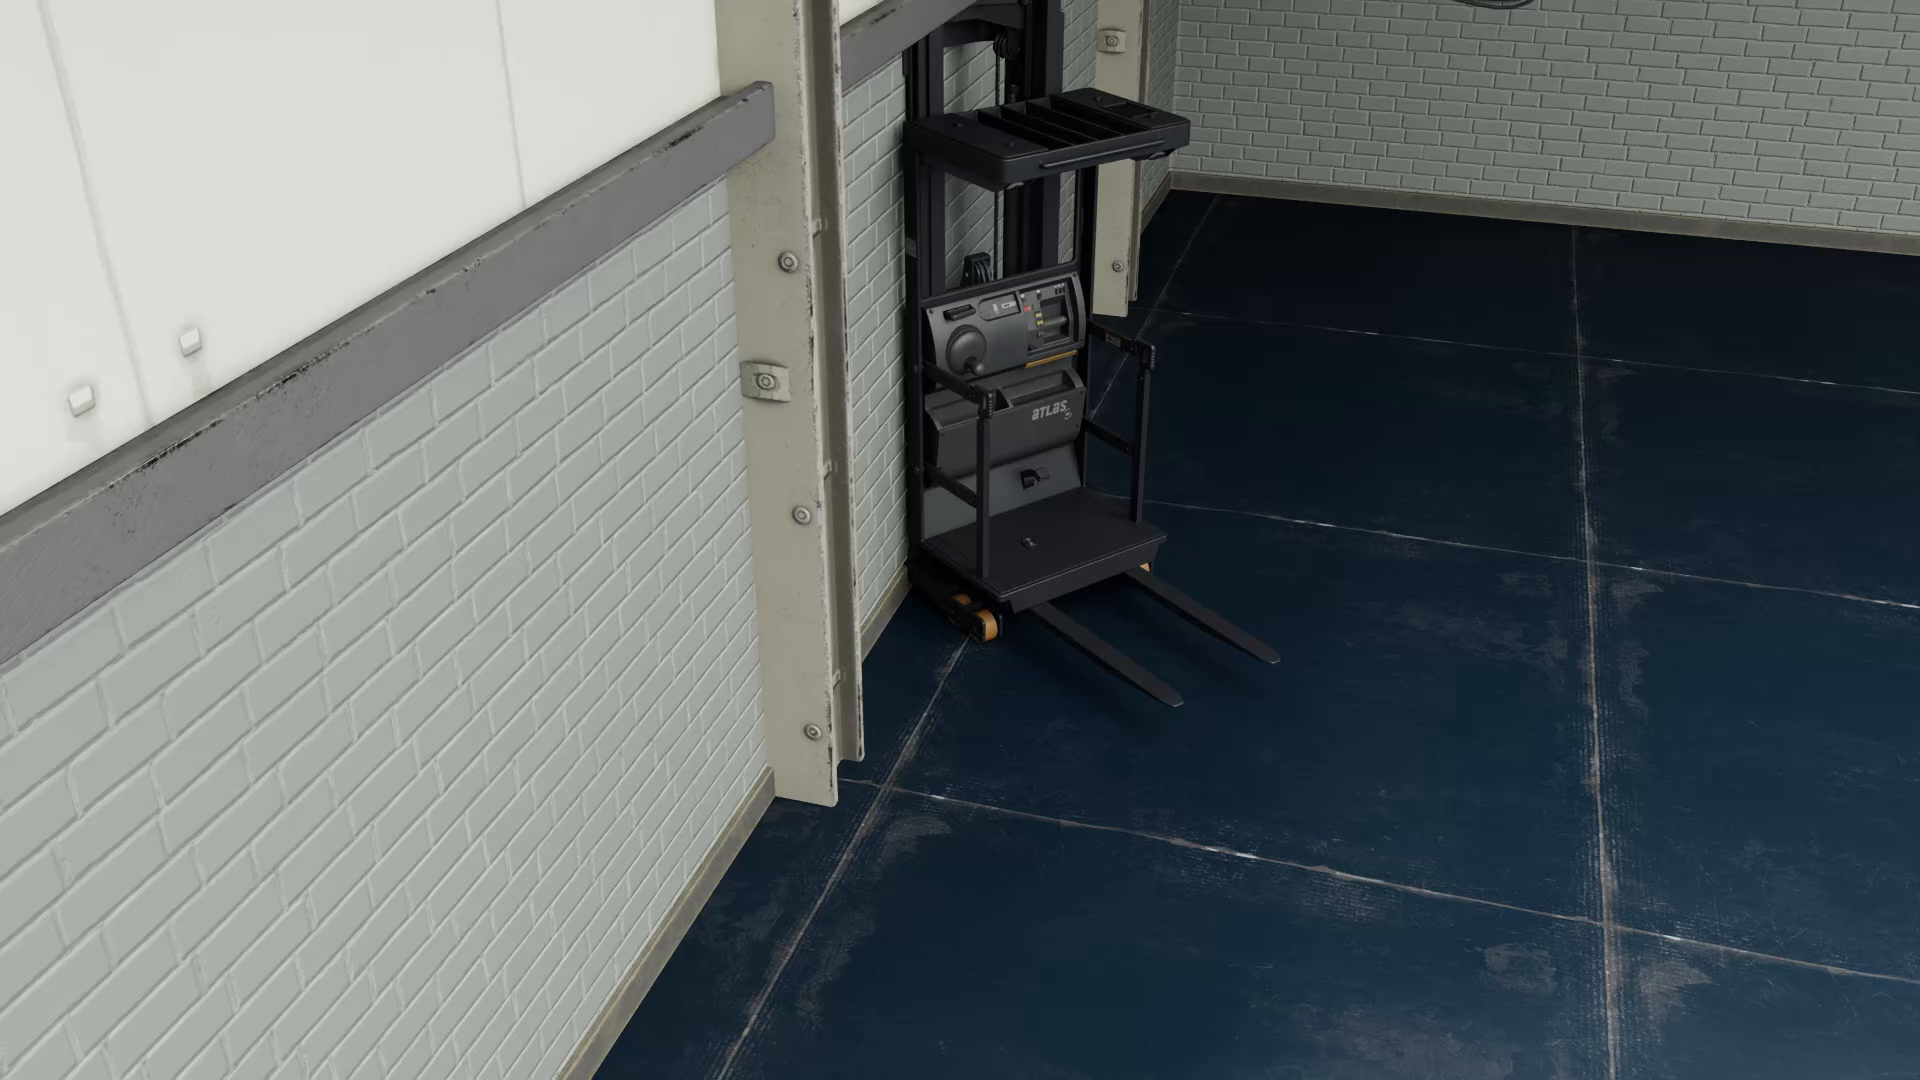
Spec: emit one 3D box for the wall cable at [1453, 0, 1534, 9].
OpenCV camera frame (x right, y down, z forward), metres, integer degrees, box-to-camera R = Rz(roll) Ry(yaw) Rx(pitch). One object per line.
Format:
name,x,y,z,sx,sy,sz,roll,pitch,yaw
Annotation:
wall cable,3.256,-5.505,13.084,3.097,2.526,0.112,8,30,15

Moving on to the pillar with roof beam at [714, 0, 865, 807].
pillar with roof beam,3.481,-2.279,4.090,9.100,9.000,0.400,8,30,15

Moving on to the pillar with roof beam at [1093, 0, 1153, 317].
pillar with roof beam,5.242,-5.067,9.103,9.100,9.000,0.400,8,30,15

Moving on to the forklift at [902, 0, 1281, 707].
forklift,0.359,-1.034,8.093,1.130,2.935,3.031,-19,34,-30
